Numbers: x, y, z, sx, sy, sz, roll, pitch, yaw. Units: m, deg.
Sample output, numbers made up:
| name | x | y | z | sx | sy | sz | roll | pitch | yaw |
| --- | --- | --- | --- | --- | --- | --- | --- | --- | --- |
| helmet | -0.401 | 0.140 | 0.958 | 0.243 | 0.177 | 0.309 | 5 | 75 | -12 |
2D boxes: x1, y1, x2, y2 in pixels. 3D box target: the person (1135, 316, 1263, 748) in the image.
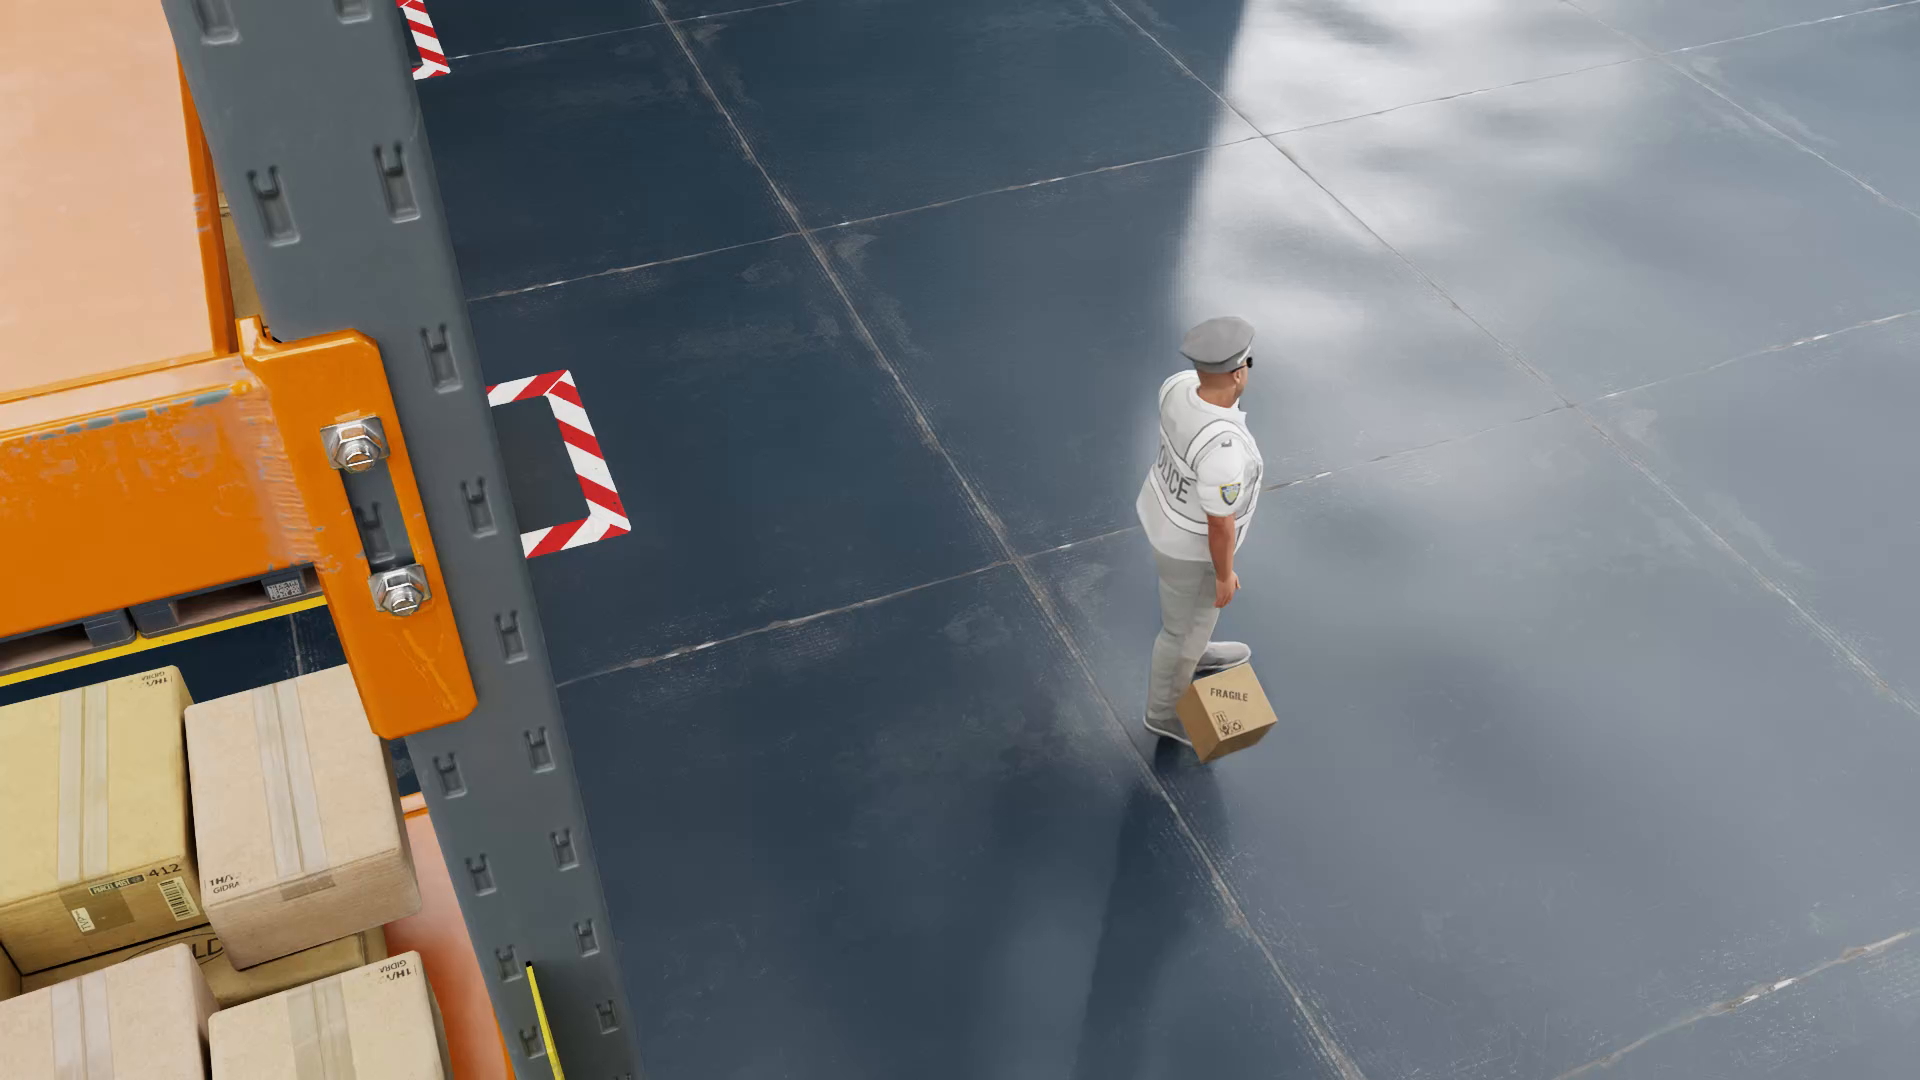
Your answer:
| name | x | y | z | sx | sy | sz | roll | pitch | yaw |
| --- | --- | --- | --- | --- | --- | --- | --- | --- | --- |
| person | 0.947 | -0.025 | 6.145 | 0.551 | 1.760 | 0.575 | -8 | 42 | -9 |
